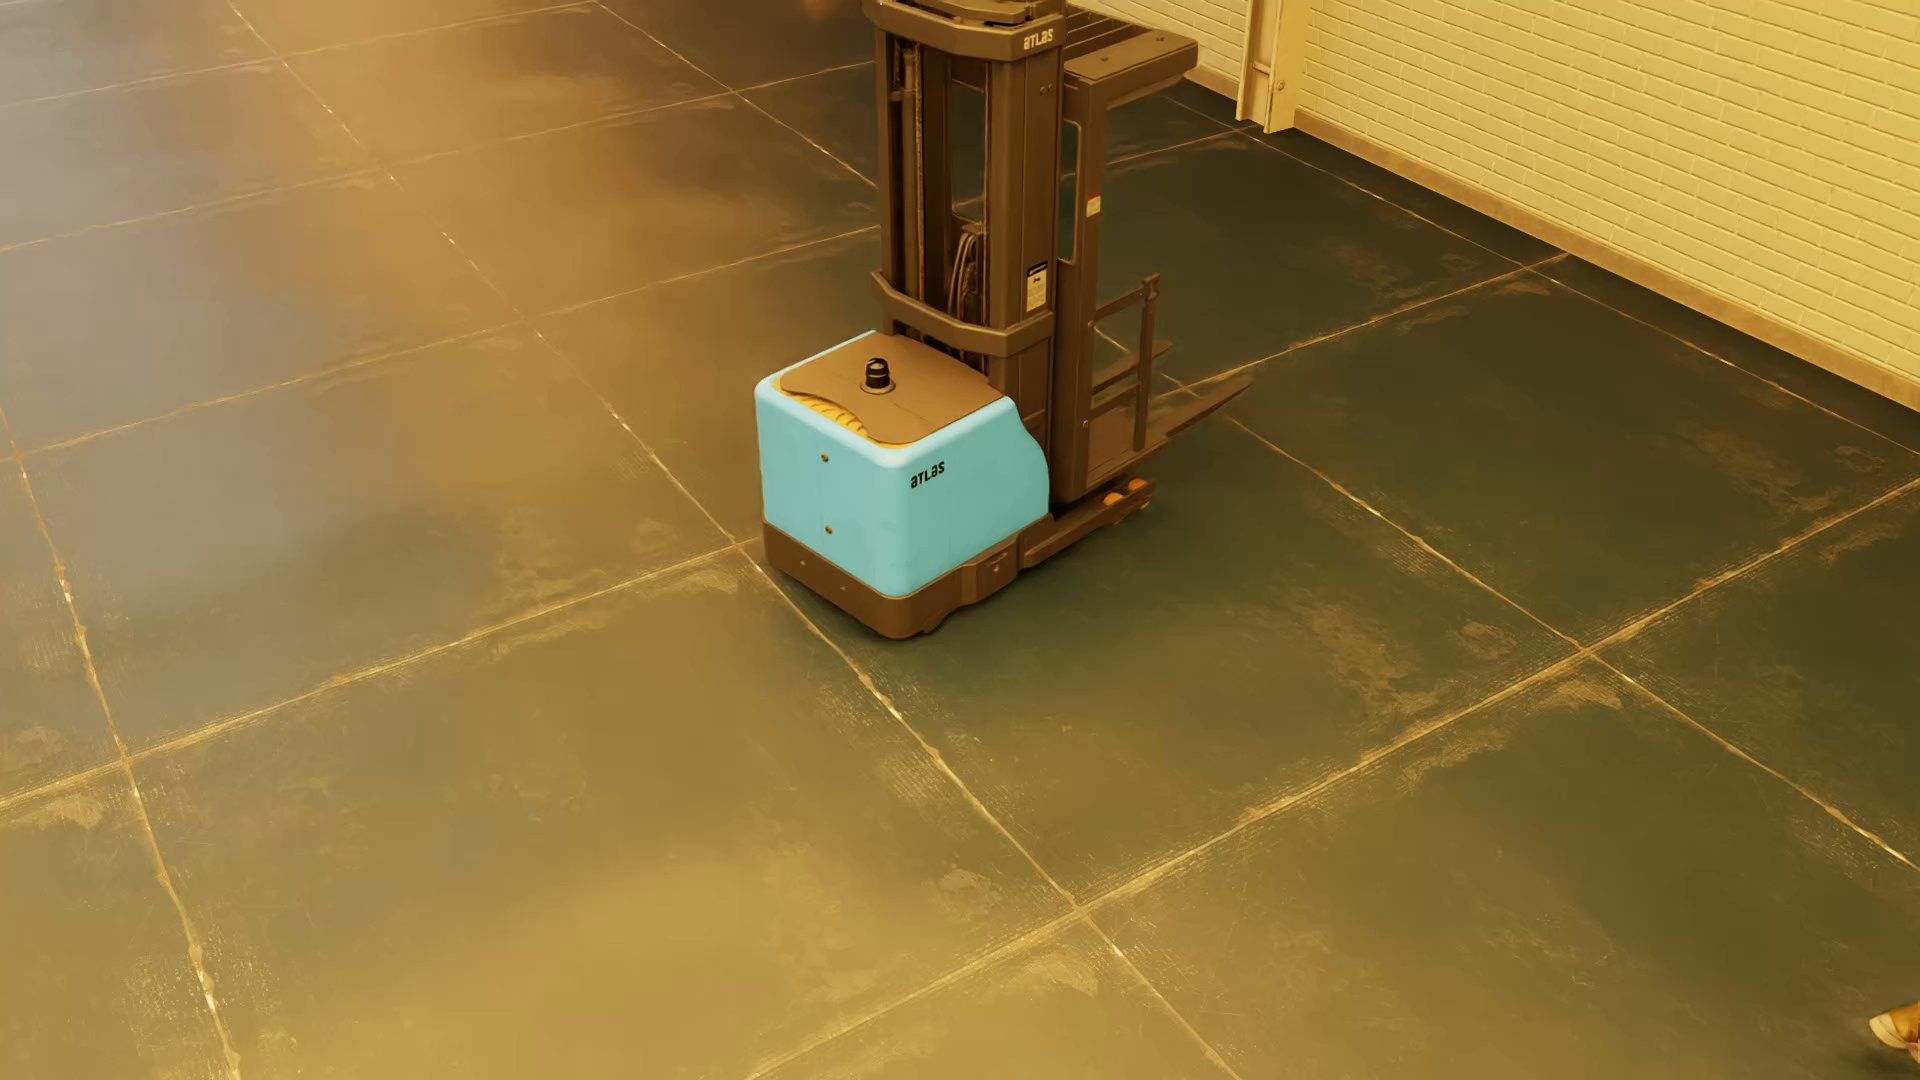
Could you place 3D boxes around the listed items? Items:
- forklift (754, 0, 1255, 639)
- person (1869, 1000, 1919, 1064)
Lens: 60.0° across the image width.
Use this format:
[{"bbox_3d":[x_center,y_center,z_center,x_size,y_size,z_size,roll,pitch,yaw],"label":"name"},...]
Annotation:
[{"bbox_3d":[0.403,-1.472,8.243,3.031,2.935,1.130,-30,45,-35],"label":"forklift"},{"bbox_3d":[3.597,1.567,5.136,0.560,1.690,1.219,-3,35,-4],"label":"person"}]
